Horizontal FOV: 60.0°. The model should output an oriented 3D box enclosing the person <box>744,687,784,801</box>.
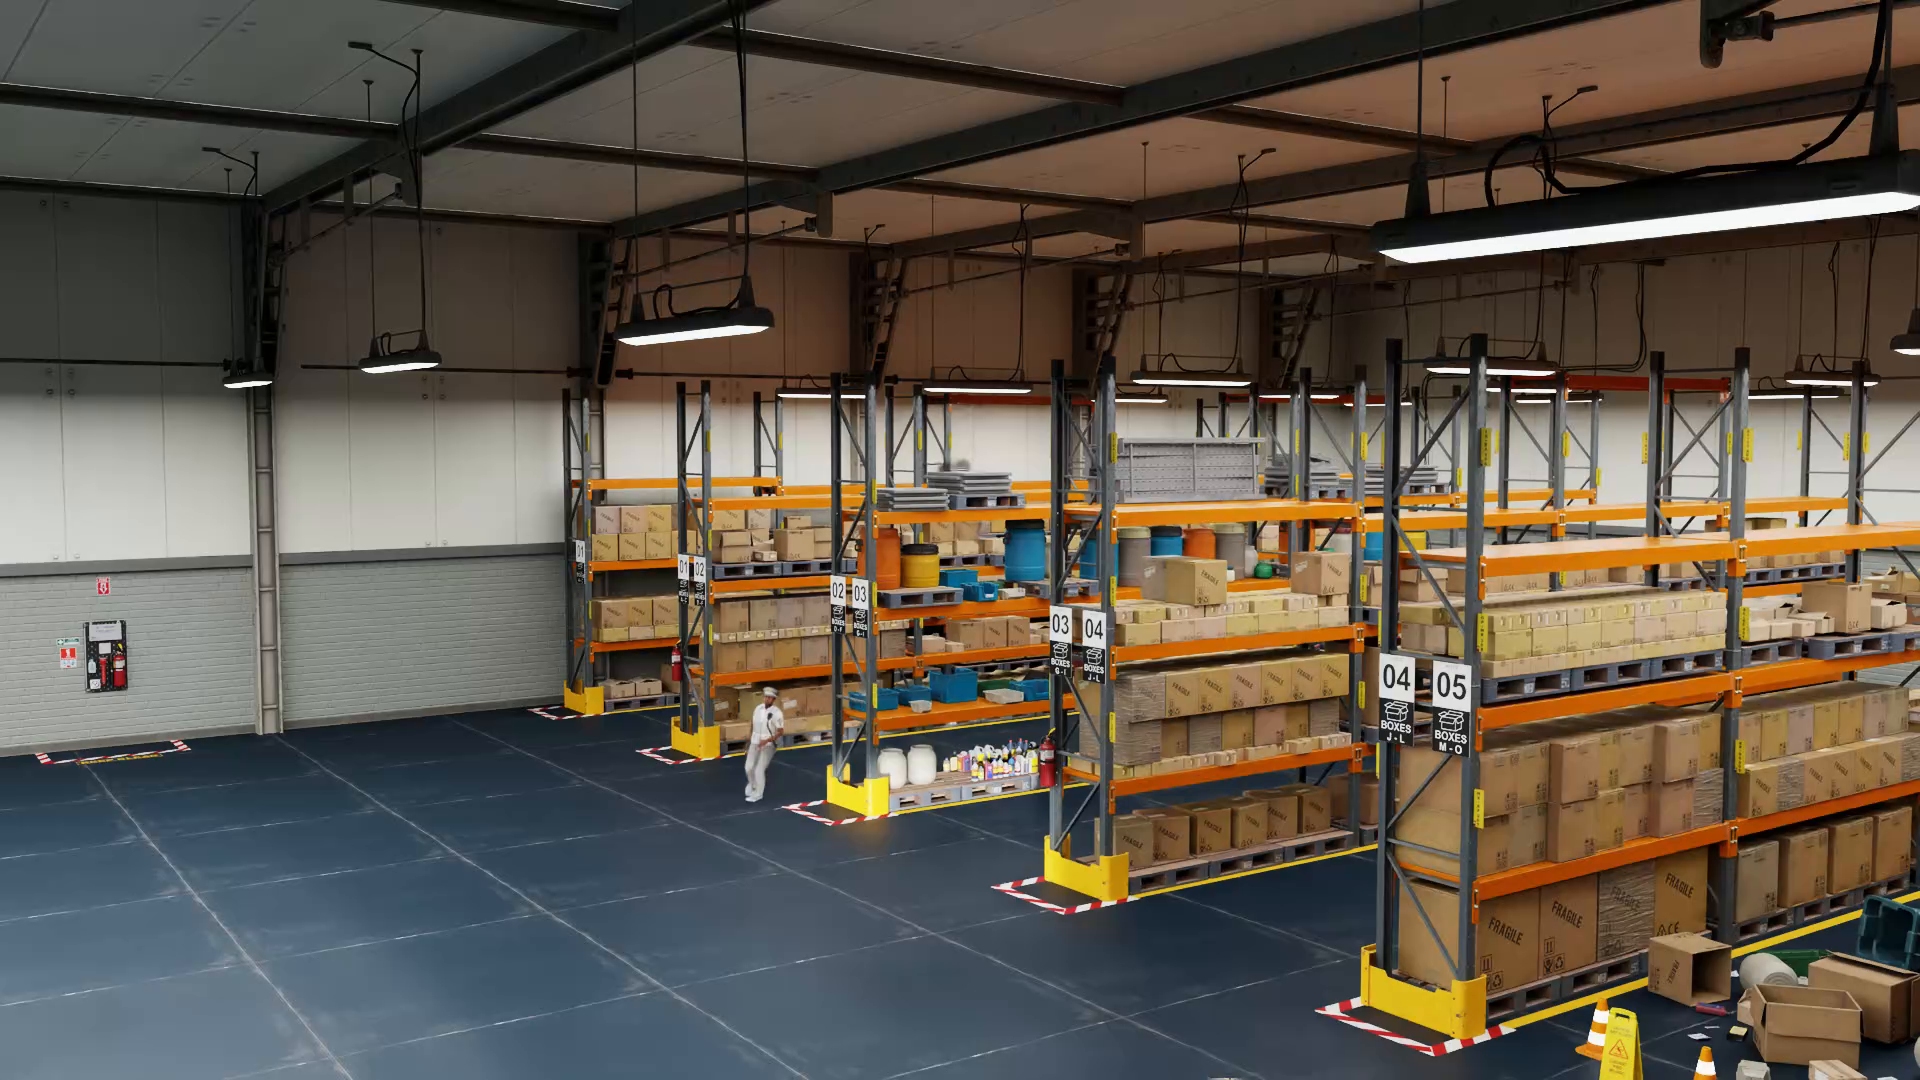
[{"bbox_3d":[-2.759,2.857,23.181,0.598,1.627,0.553,1,4,17],"label":"person"}]
